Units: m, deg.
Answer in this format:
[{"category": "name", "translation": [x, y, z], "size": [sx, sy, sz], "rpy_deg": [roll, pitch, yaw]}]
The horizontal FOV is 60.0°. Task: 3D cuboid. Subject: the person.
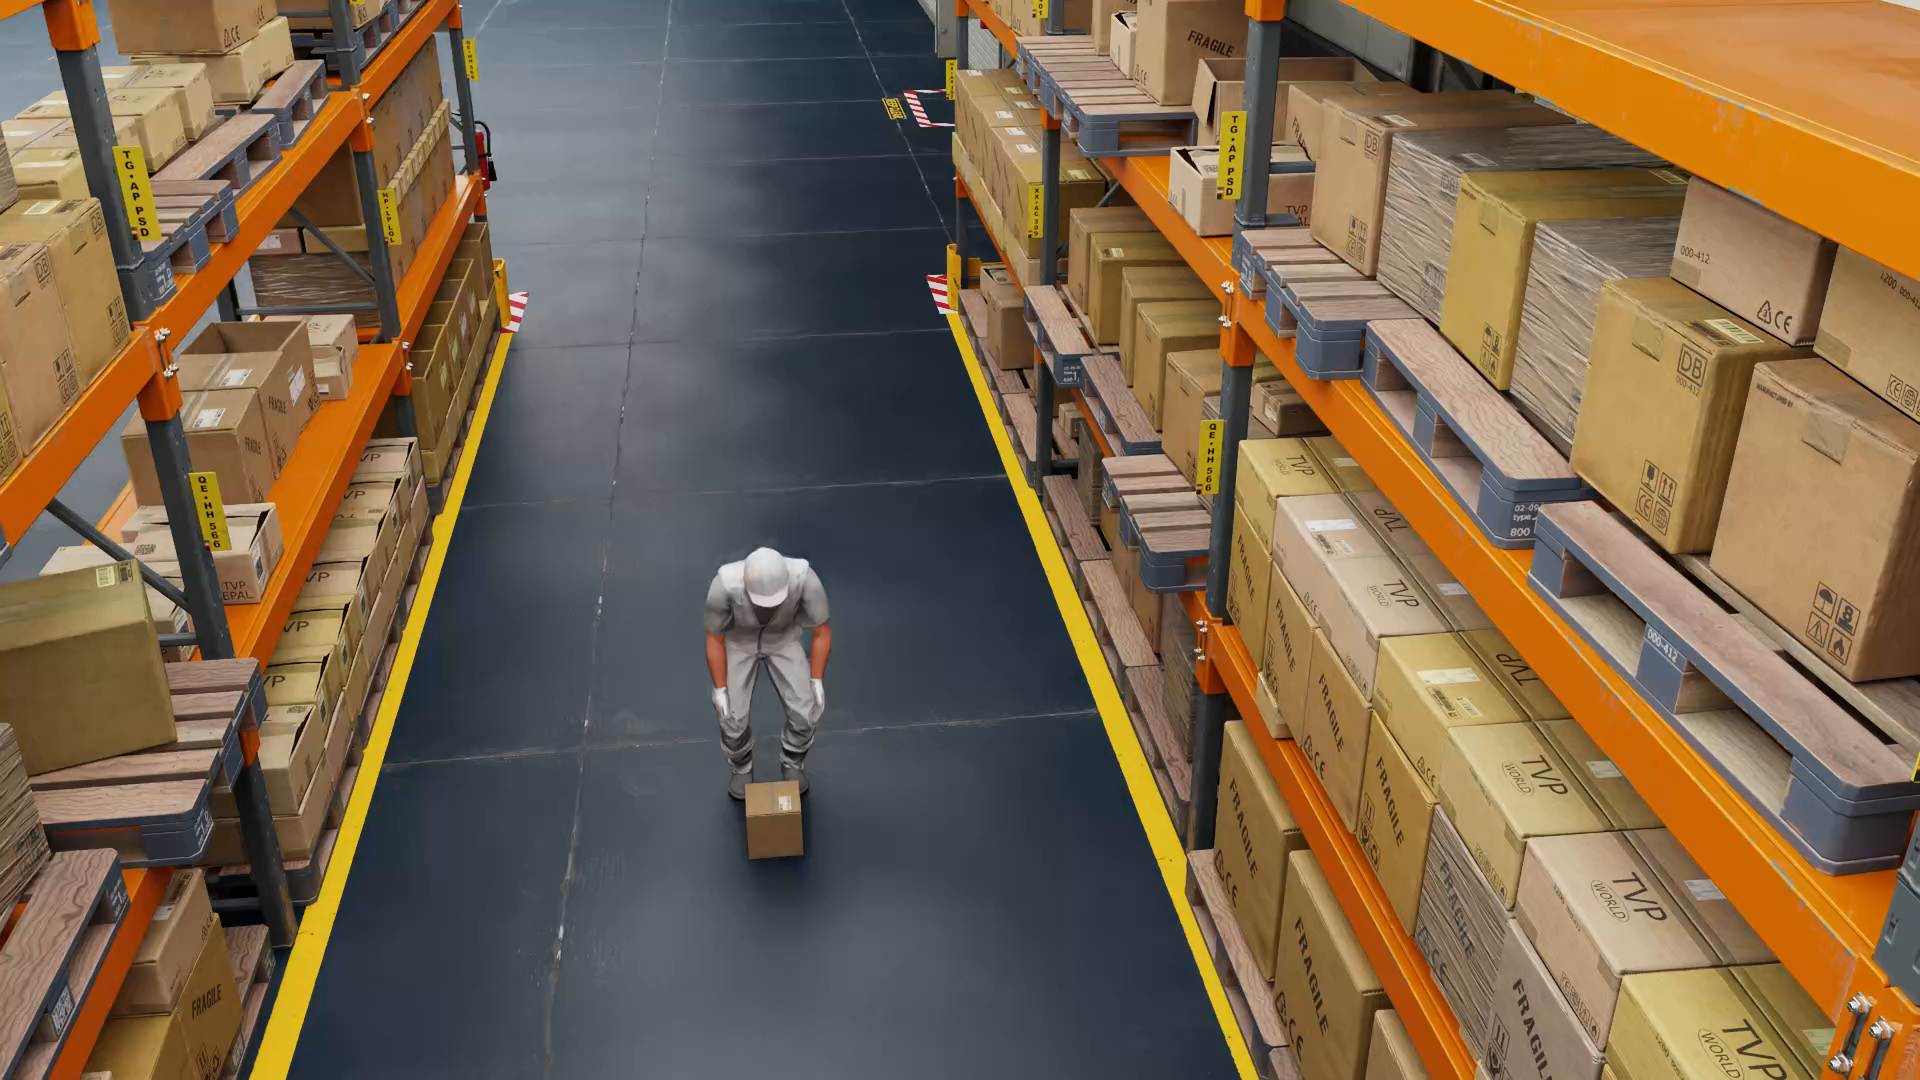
[{"category": "person", "translation": [-0.894, 0.581, 7.830], "size": [0.583, 1.442, 0.750], "rpy_deg": [-4, 27, -7]}]
